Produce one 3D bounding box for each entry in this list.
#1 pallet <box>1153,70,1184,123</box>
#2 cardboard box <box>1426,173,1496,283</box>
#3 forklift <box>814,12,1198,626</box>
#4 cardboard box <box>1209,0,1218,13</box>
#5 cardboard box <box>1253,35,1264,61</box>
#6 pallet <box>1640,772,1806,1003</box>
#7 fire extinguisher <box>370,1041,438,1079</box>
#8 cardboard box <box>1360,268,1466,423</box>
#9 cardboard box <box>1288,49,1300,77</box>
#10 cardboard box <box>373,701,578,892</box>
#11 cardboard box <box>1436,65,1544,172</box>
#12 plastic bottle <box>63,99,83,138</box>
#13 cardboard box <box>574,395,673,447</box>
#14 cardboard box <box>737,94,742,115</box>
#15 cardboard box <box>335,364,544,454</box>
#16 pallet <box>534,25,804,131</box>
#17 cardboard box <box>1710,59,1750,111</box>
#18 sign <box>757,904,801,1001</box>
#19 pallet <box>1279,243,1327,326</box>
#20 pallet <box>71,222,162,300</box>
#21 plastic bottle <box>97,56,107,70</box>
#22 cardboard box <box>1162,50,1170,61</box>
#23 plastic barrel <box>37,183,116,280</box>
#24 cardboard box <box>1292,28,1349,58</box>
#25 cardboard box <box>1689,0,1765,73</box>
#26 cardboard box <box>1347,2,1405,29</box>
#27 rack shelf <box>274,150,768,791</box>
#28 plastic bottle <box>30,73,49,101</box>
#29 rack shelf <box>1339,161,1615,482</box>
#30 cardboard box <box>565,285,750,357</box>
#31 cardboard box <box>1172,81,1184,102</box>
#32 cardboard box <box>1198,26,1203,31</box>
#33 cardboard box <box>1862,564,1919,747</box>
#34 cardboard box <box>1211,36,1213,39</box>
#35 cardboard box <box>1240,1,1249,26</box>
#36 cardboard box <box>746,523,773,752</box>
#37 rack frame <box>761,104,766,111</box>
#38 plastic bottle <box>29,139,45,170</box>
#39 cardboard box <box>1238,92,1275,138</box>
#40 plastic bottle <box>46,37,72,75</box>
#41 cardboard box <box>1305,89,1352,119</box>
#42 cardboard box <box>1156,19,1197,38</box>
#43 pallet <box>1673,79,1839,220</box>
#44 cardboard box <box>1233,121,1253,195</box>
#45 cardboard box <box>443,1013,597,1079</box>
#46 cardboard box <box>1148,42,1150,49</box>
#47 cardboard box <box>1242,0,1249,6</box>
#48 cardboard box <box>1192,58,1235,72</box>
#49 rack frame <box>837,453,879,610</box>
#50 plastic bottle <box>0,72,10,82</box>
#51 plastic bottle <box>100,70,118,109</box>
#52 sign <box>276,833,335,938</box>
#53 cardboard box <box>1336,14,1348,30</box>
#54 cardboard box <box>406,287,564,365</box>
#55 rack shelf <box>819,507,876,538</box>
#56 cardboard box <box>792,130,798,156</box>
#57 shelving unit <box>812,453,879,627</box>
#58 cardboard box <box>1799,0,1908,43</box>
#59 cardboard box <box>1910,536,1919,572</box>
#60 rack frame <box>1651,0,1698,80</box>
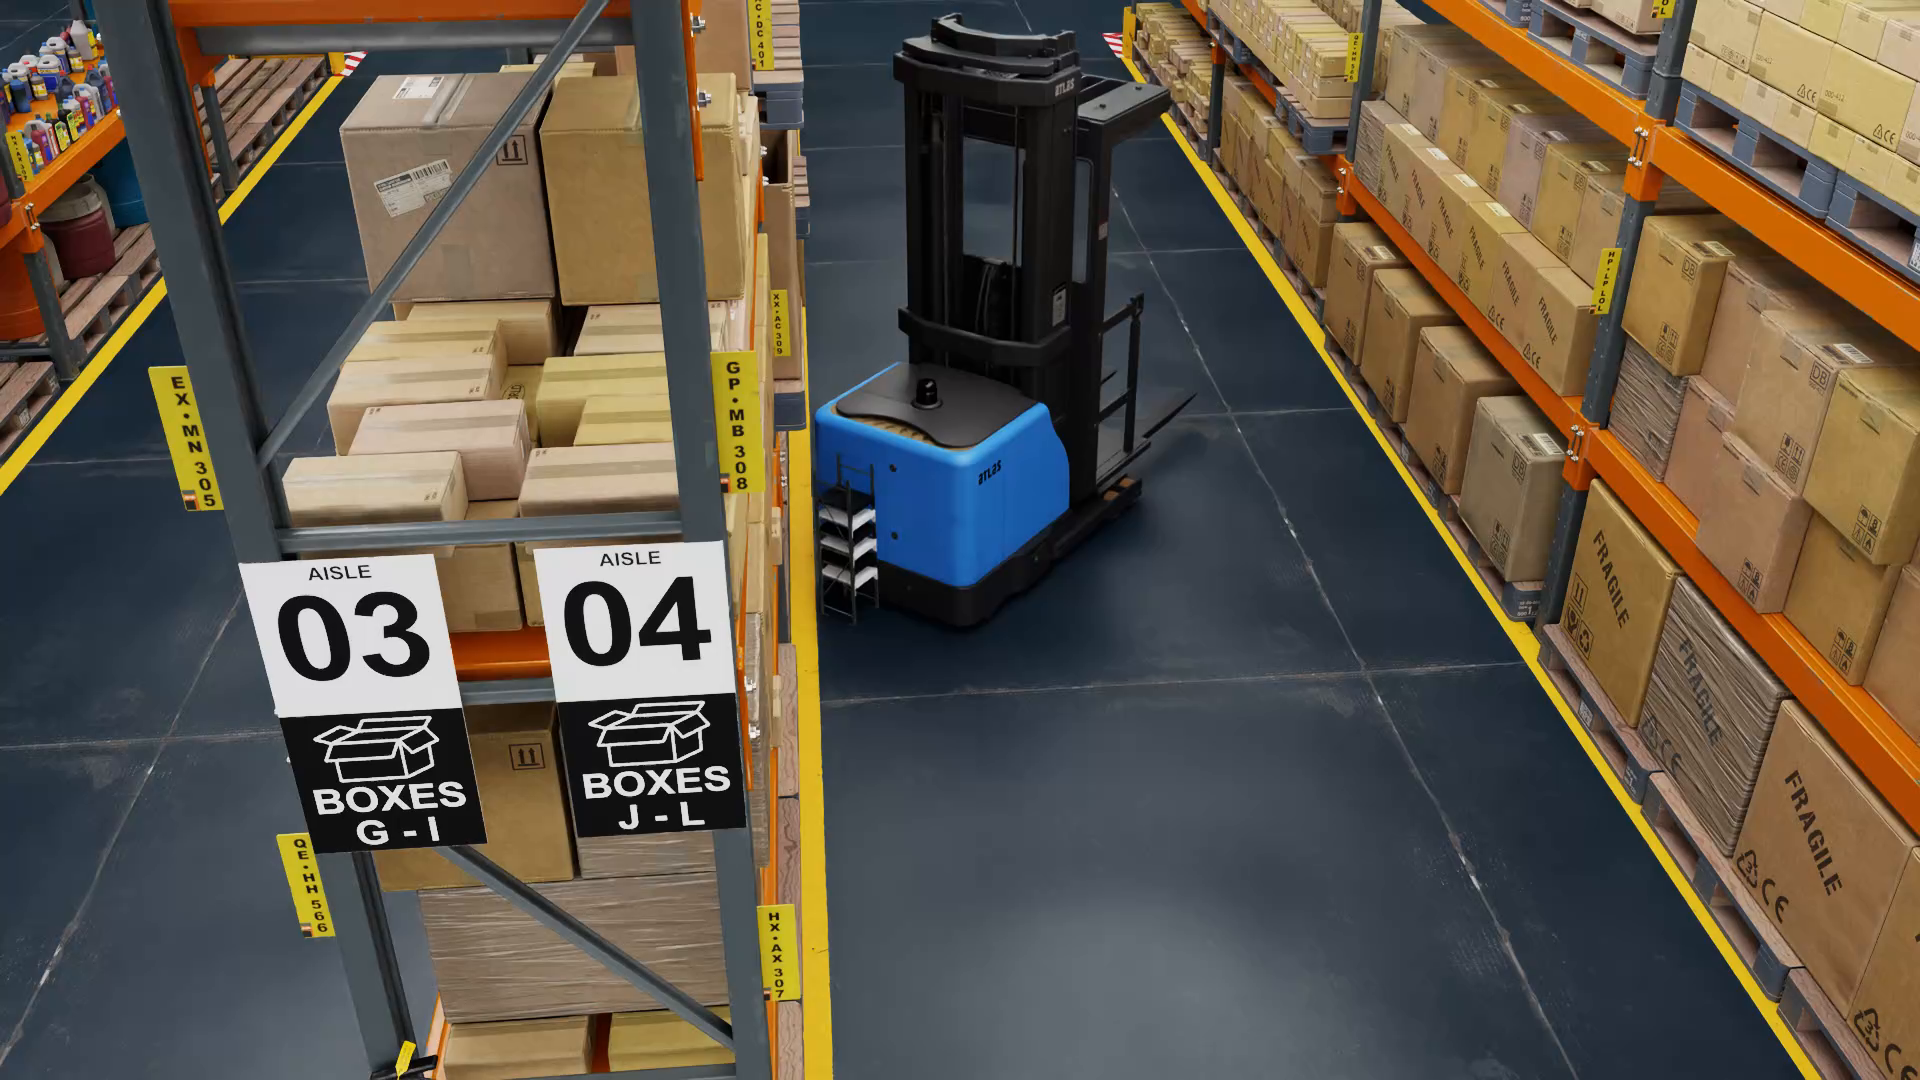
[{"bbox_3d":[2.608,-4.633,17.301,1.003,0.211,1.213,-3,31,-5],"label":"pallet"},{"bbox_3d":[3.112,-1.852,9.828,0.500,0.500,0.500,-3,31,-5],"label":"cardboard box"},{"bbox_3d":[0.448,-1.510,9.420,1.130,2.935,3.031,19,36,29],"label":"forklift"},{"bbox_3d":[2.402,-4.714,14.553,0.380,0.149,0.250,-4,31,-7],"label":"cardboard box"},{"bbox_3d":[2.550,-3.919,13.221,0.380,0.149,0.250,-4,31,-7],"label":"cardboard box"},{"bbox_3d":[3.681,1.433,7.145,1.003,0.211,1.213,-3,31,-5],"label":"pallet"},{"bbox_3d":[-1.451,1.562,4.286,0.296,0.674,0.183,-3,31,-5],"label":"fire extinguisher"},{"bbox_3d":[3.250,-1.275,10.745,1.050,0.750,0.750,-2,31,-4],"label":"cardboard box"},{"bbox_3d":[2.644,-3.523,12.270,0.380,0.149,0.250,-2,31,-3],"label":"cardboard box"},{"bbox_3d":[-1.300,0.579,4.493,0.500,0.500,0.500,-3,31,-5],"label":"cardboard box"},{"bbox_3d":[3.328,-2.545,10.013,0.700,0.500,0.500,-3,31,-5],"label":"cardboard box"},{"bbox_3d":[-6.461,-3.063,12.079,0.097,0.271,0.097,0,31,0],"label":"plastic bottle"},{"bbox_3d":[-0.726,-0.235,4.051,0.380,0.149,0.250,-2,31,-4],"label":"cardboard box"},{"bbox_3d":[-1.015,-1.572,6.289,0.380,0.149,0.250,-4,31,-7],"label":"cardboard box"},{"bbox_3d":[-1.351,-0.264,4.489,0.500,0.250,0.500,-3,31,-4],"label":"cardboard box"},{"bbox_3d":[-1.328,-2.122,7.635,1.213,0.211,1.003,-3,31,-5],"label":"pallet"},{"bbox_3d":[3.293,-1.849,6.734,0.380,0.149,0.250,-3,31,-4],"label":"cardboard box"},{"bbox_3d":[-0.463,1.050,4.223,0.100,0.325,0.005,-3,31,-5],"label":"sign"},{"bbox_3d":[3.126,-2.024,12.934,1.003,0.211,1.213,-3,31,-5],"label":"pallet"},{"bbox_3d":[-6.908,-2.224,13.268,1.003,0.211,1.213,-3,31,-5],"label":"pallet"},{"bbox_3d":[-6.725,-3.672,13.099,0.097,0.271,0.097,0,31,0],"label":"plastic bottle"},{"bbox_3d":[2.359,-5.181,17.579,0.380,0.149,0.250,-4,31,-7],"label":"cardboard box"},{"bbox_3d":[-6.850,-2.370,12.735,0.600,0.588,0.708,-3,31,-5],"label":"plastic barrel"},{"bbox_3d":[2.649,-3.641,12.176,0.380,0.149,0.250,-2,31,-3],"label":"cardboard box"},{"bbox_3d":[3.338,-2.091,6.751,0.500,0.250,0.500,-3,31,-4],"label":"cardboard box"},{"bbox_3d":[3.223,-4.066,12.889,0.380,0.149,0.250,-2,31,-3],"label":"cardboard box"},{"bbox_3d":[-1.190,-0.552,5.526,1.077,0.370,4.000,-3,31,-5],"label":"rack shelf"},{"bbox_3d":[-7.161,-3.526,12.922,0.097,0.201,0.097,0,31,0],"label":"plastic bottle"},{"bbox_3d":[3.384,-1.492,10.026,1.077,0.370,4.000,-3,31,-5],"label":"rack shelf"},{"bbox_3d":[-0.887,-0.550,4.967,0.500,0.250,0.500,-3,31,-5],"label":"cardboard box"},{"bbox_3d":[2.351,-4.533,16.786,0.380,0.149,0.250,-3,31,-5],"label":"cardboard box"},{"bbox_3d":[2.754,-5.599,18.280,0.380,0.149,0.250,-3,31,-6],"label":"cardboard box"},{"bbox_3d":[3.865,0.439,5.945,0.875,0.550,0.550,-3,31,-5],"label":"cardboard box"},{"bbox_3d":[2.824,-5.194,17.311,0.380,0.149,0.250,-4,31,-6],"label":"cardboard box"},{"bbox_3d":[2.505,-4.307,13.582,0.380,0.149,0.250,-2,31,-3],"label":"cardboard box"},{"bbox_3d":[-0.823,0.299,4.963,0.500,0.500,0.500,-3,31,-5],"label":"cardboard box"},{"bbox_3d":[-1.750,-2.636,11.239,1.000,3.000,0.127,-3,31,-5],"label":"rack frame"},{"bbox_3d":[-6.393,-2.660,11.473,0.097,0.201,0.097,0,31,0],"label":"plastic bottle"},{"bbox_3d":[2.682,-3.632,14.203,0.500,0.250,0.500,-2,31,-3],"label":"cardboard box"},{"bbox_3d":[-7.357,-3.947,13.554,0.152,0.276,0.135,-3,31,-5],"label":"plastic bottle"},{"bbox_3d":[2.694,-3.125,11.892,0.380,0.149,0.250,-2,31,-4],"label":"cardboard box"},{"bbox_3d":[2.308,-5.442,17.727,0.380,0.149,0.250,-4,31,-7],"label":"cardboard box"},{"bbox_3d":[3.637,-1.612,6.685,1.003,0.211,1.213,-3,31,-5],"label":"pallet"},{"bbox_3d":[2.680,-3.312,14.398,0.500,0.500,0.500,-1,31,-2],"label":"cardboard box"},{"bbox_3d":[-1.235,1.420,4.693,0.380,0.149,0.250,-3,31,-5],"label":"cardboard box"},{"bbox_3d":[2.286,-5.451,18.321,0.380,0.149,0.250,-3,31,-5],"label":"cardboard box"},{"bbox_3d":[2.501,-4.438,13.511,0.380,0.149,0.250,-3,31,-5],"label":"cardboard box"},{"bbox_3d":[2.491,-4.637,16.379,0.380,0.149,0.250,-2,31,-3],"label":"cardboard box"},{"bbox_3d":[-0.547,-0.038,8.931,0.240,0.900,0.006,19,37,29],"label":"rack frame"},{"bbox_3d":[-7.291,-3.430,12.693,0.097,0.271,0.097,0,31,0],"label":"plastic bottle"},{"bbox_3d":[-6.514,-3.458,12.729,0.061,0.283,0.133,-3,31,-5],"label":"plastic bottle"},{"bbox_3d":[-1.557,0.832,3.996,0.100,0.325,0.005,-3,31,-5],"label":"sign"},{"bbox_3d":[3.201,-4.074,13.191,0.380,0.149,0.250,-2,31,-3],"label":"cardboard box"},{"bbox_3d":[-1.328,-0.606,4.672,0.380,0.149,0.250,-2,31,-4],"label":"cardboard box"},{"bbox_3d":[-0.605,-0.119,8.783,0.258,0.077,0.200,19,37,29],"label":"rack shelf"},{"bbox_3d":[-1.870,-2.713,13.030,1.225,0.875,0.875,-3,31,-4],"label":"cardboard box"},{"bbox_3d":[-0.604,0.007,8.860,0.258,0.900,0.210,19,37,29],"label":"shelving unit"},{"bbox_3d":[3.339,-1.935,6.099,0.380,0.149,0.250,-3,31,-5],"label":"cardboard box"},{"bbox_3d":[3.888,-0.026,5.670,0.875,0.550,0.550,-3,31,-5],"label":"cardboard box"},{"bbox_3d":[3.571,-3.356,6.593,1.000,3.000,0.127,-3,31,-5],"label":"rack frame"}]
